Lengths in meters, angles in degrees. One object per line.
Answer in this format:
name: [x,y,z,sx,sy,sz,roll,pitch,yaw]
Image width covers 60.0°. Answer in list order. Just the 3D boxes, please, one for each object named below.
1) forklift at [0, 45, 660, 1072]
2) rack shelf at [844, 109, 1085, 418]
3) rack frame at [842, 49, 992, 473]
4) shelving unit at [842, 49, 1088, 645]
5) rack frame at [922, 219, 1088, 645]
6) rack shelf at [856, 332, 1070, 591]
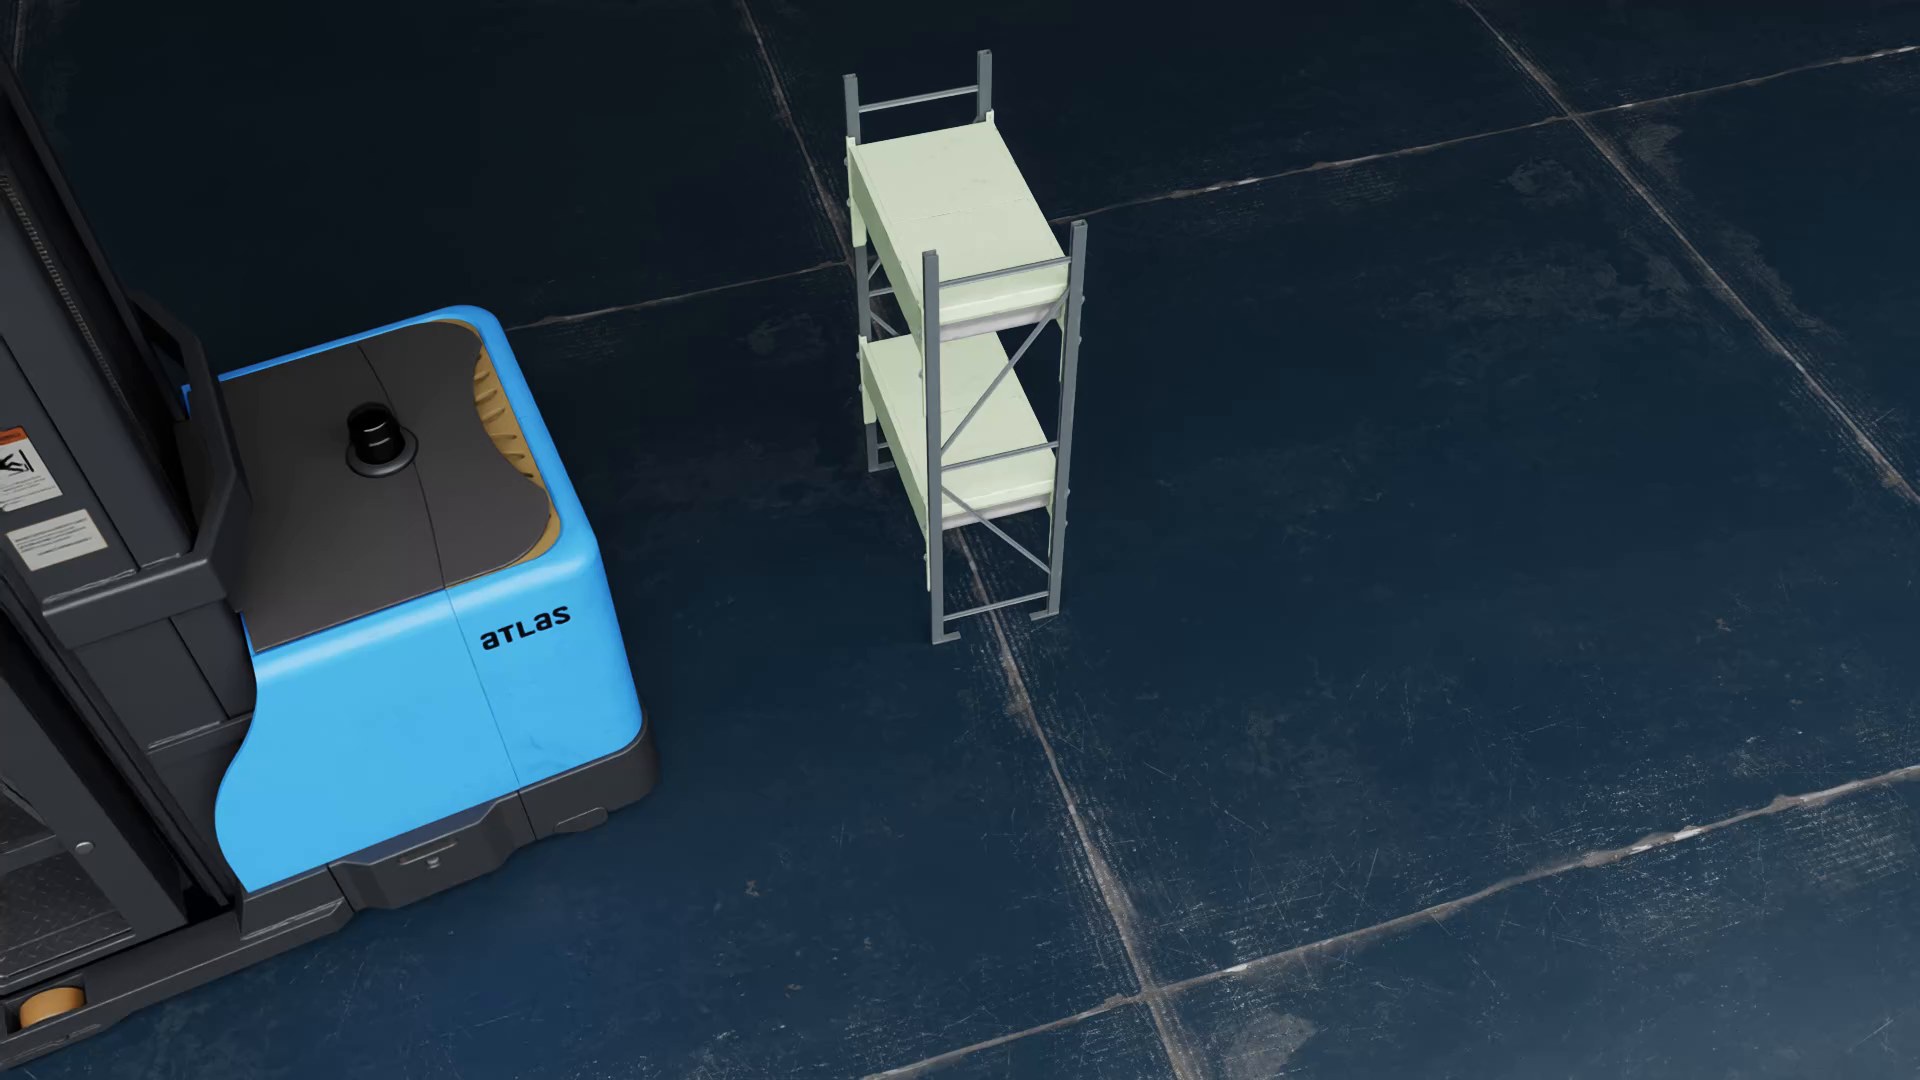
forklift: [-2.389,-0.073,3.395,3.031,2.935,1.130,-20,53,-16]
rack shelf: [-0.002,-0.740,4.382,0.431,0.370,0.720,-13,51,-11]
rack frame: [-0.110,-0.756,4.906,0.400,1.500,0.023,-13,51,-11]
shelving unit: [-0.002,-0.488,4.681,0.431,1.500,0.755,-13,51,-11]
rack frame: [0.106,-0.221,4.455,0.400,1.500,0.023,-13,51,-11]
rack shelf: [-0.002,-0.278,4.930,0.431,0.370,0.720,-13,51,-11]
